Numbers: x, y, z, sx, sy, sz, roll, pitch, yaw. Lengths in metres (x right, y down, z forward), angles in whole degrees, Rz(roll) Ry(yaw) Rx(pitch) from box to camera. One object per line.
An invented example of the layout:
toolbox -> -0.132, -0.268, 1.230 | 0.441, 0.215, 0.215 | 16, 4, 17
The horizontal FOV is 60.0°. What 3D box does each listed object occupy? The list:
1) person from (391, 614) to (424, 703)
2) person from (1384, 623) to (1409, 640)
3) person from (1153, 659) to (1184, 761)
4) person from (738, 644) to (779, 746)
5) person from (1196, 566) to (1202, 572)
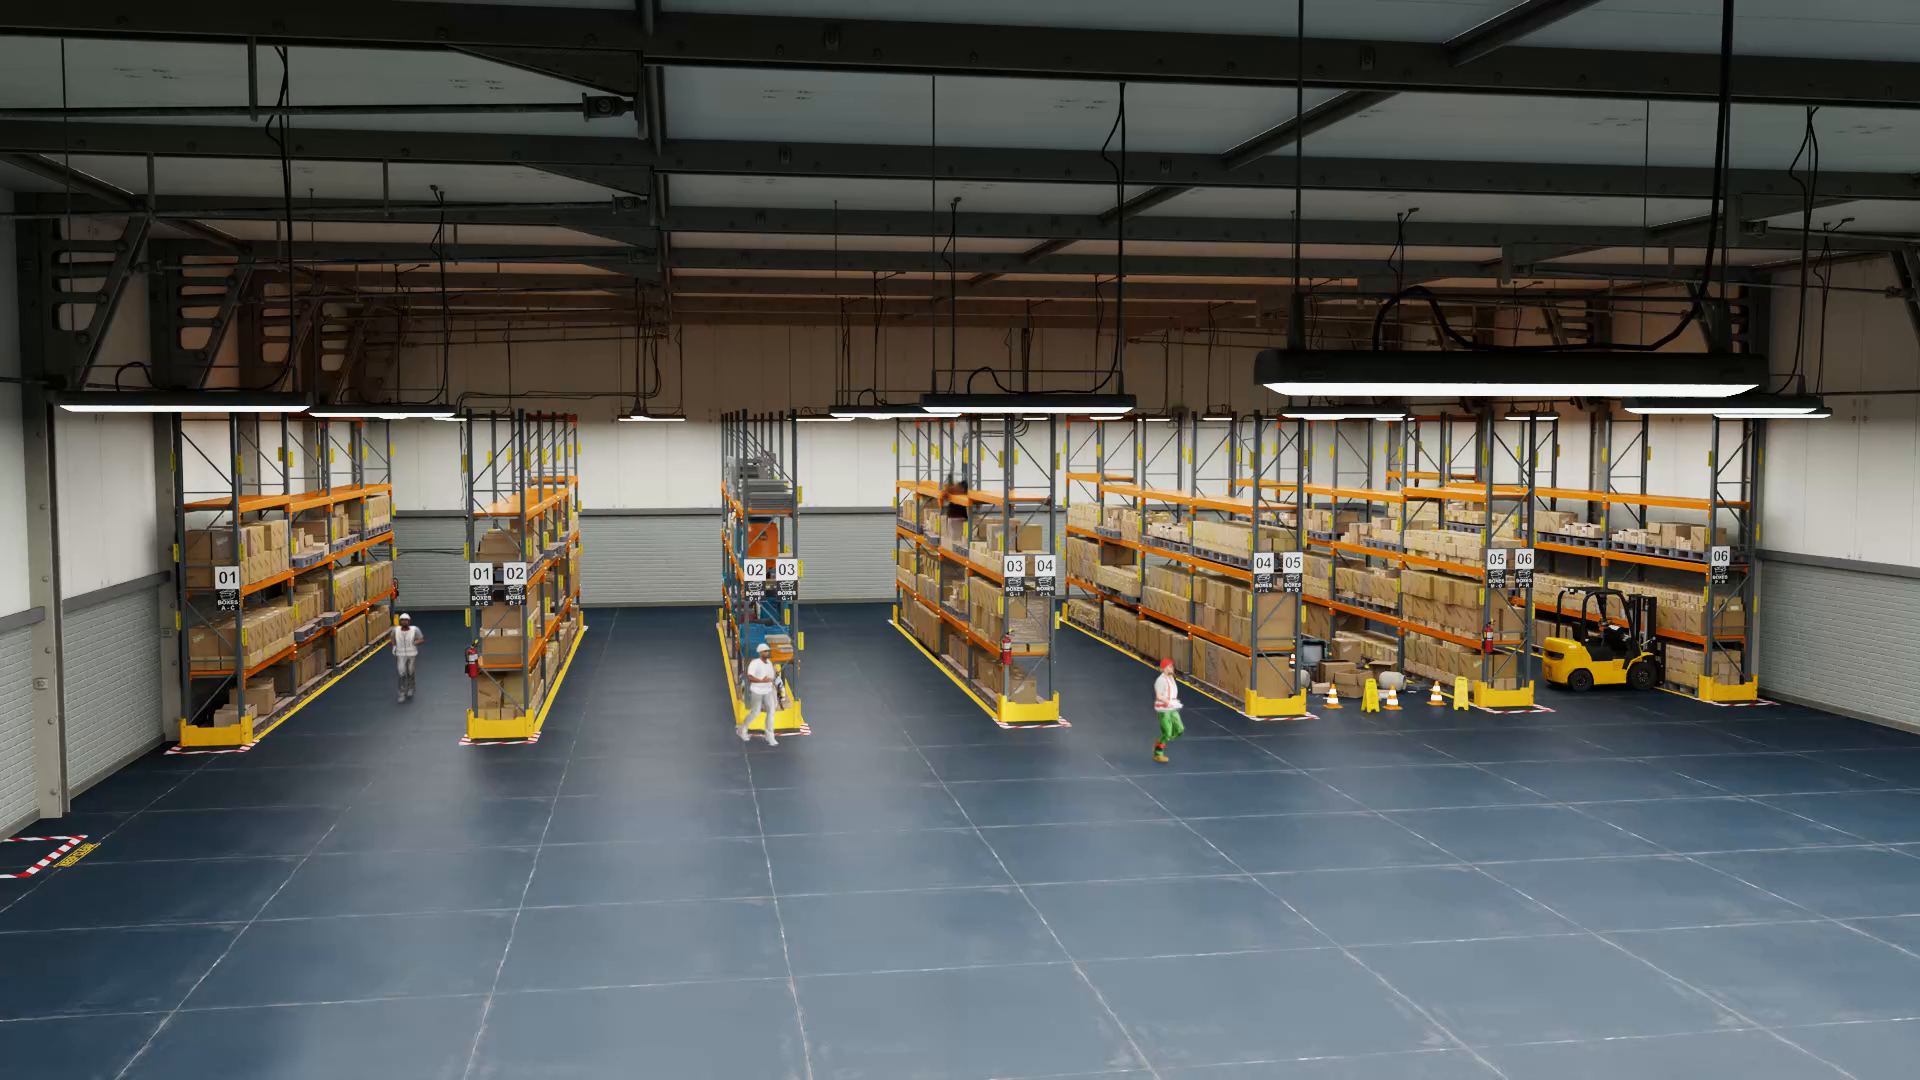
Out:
person -> -11.450, 2.434, 34.470 | 0.668, 1.840, 0.788 | -1, 4, -16
person -> 11.312, 1.880, 43.201 | 0.633, 1.734, 1.115 | -1, 4, -11
person -> 3.551, 2.875, 28.180 | 0.602, 1.743, 0.700 | 3, 5, 32
person -> -3.610, 2.692, 29.837 | 0.783, 1.684, 0.711 | 3, 5, 34
person -> 7.285, 1.362, 50.580 | 0.848, 1.697, 0.570 | 0, 4, -4
